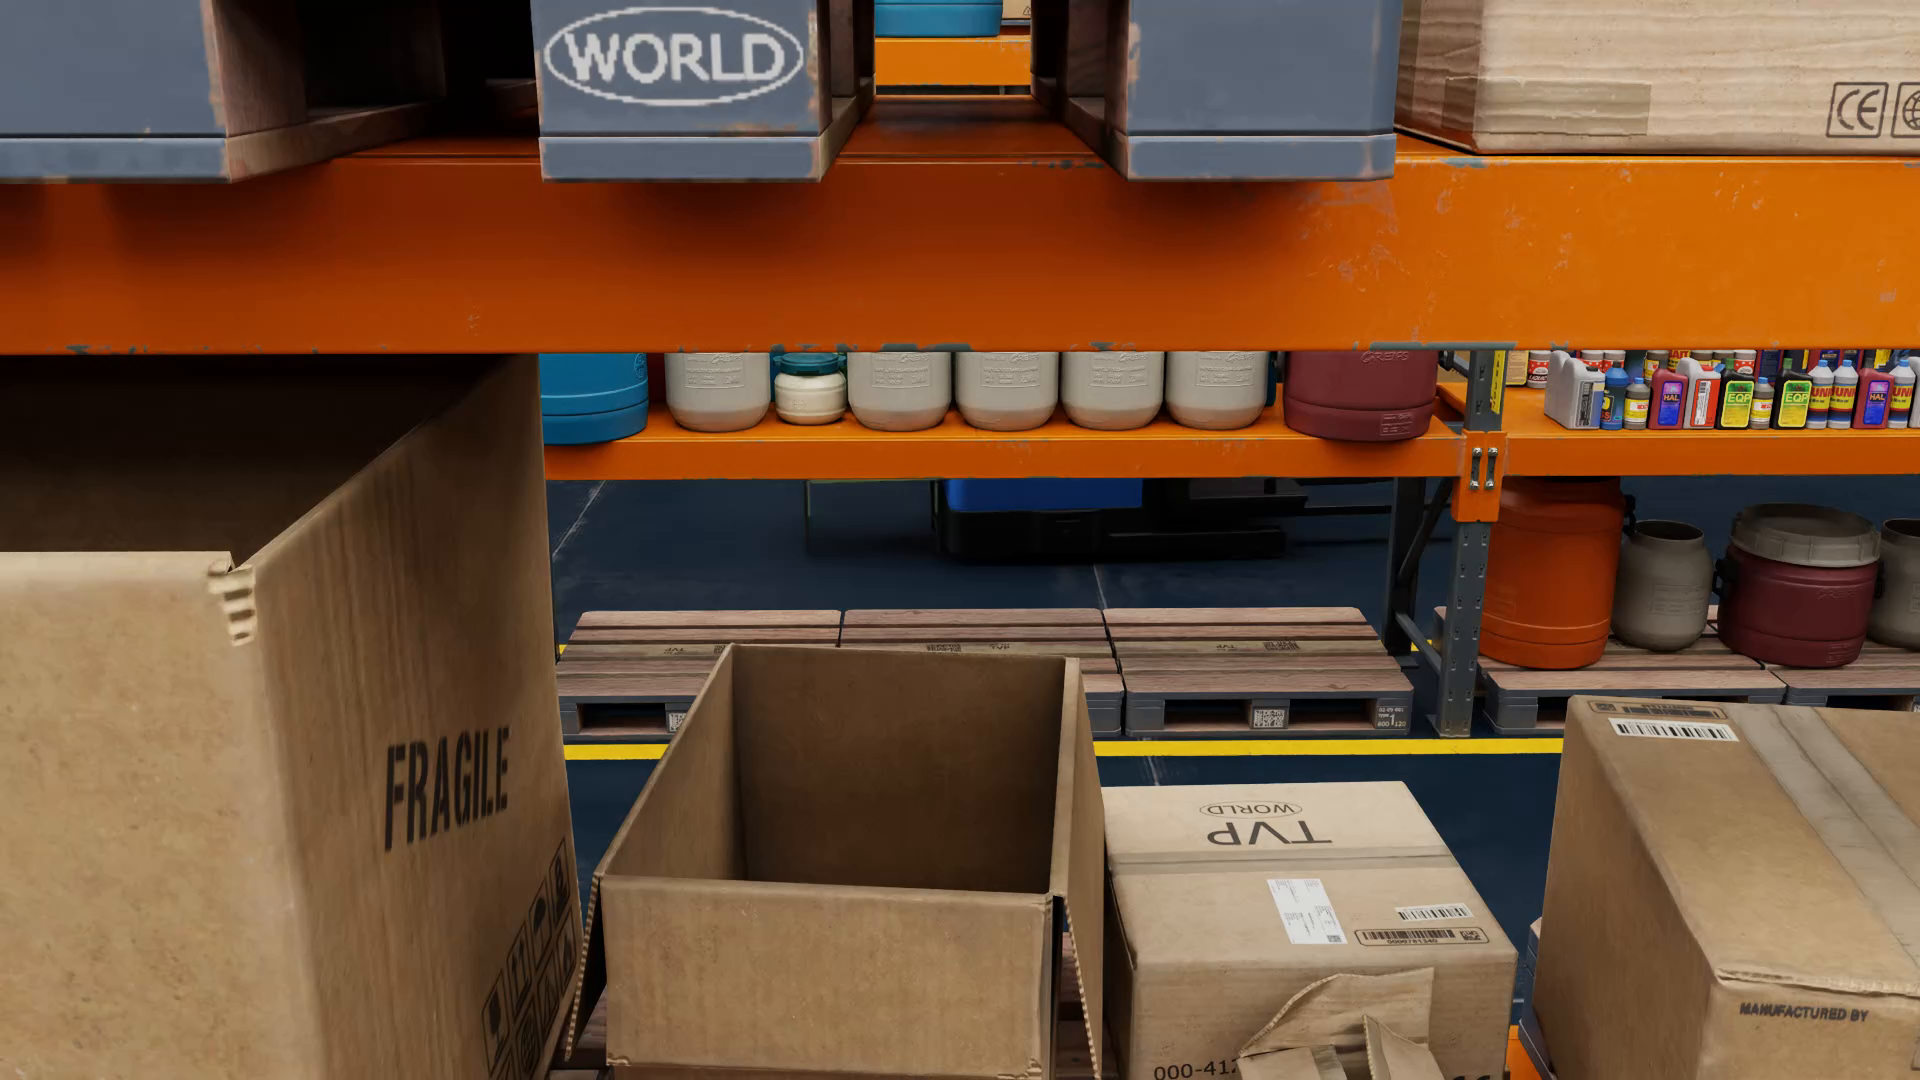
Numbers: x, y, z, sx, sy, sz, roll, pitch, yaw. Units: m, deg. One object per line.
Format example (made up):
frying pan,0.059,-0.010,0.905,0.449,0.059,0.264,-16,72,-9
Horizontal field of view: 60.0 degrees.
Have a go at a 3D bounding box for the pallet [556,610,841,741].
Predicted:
pallet,-1.153,0.584,7.381,1.213,0.211,1.003,0,18,-1

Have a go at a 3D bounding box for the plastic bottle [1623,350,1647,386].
plastic bottle,3.001,-0.815,7.389,0.097,0.271,0.097,0,18,0

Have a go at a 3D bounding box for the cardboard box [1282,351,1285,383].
cardboard box,2.447,-1.194,11.732,0.500,0.500,0.500,0,18,1

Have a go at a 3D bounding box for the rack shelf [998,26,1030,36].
rack shelf,-0.012,-3.336,11.304,4.000,0.370,1.077,0,18,-1

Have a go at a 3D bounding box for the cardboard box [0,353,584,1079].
cardboard box,-1.063,0.338,1.914,1.000,1.000,1.000,0,18,0

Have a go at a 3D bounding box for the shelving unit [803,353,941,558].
shelving unit,-0.501,-0.689,9.241,0.755,1.500,0.431,-2,18,-6

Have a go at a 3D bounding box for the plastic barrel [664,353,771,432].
plastic barrel,-0.977,-0.730,6.691,0.433,0.535,0.433,0,18,0

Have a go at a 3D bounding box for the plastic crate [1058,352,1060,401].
plastic crate,0.442,-0.864,7.224,0.583,0.464,0.402,0,18,-1

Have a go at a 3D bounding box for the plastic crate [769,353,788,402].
plastic crate,-0.839,-0.821,7.222,0.575,0.384,0.392,0,18,-1

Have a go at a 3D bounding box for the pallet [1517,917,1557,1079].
pallet,1.429,0.893,2.168,1.003,0.211,1.213,0,18,-1

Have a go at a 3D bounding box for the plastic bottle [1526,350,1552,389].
plastic bottle,2.575,-0.780,7.394,0.097,0.201,0.097,0,18,0

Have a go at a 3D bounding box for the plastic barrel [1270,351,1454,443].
plastic barrel,1.603,-0.717,6.651,0.708,0.536,0.600,0,18,-1

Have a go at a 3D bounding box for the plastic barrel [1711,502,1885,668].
plastic barrel,3.680,0.188,7.311,0.708,0.588,0.600,0,18,-1

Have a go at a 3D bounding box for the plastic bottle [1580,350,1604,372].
plastic bottle,2.806,-0.781,7.397,0.097,0.201,0.097,0,18,0

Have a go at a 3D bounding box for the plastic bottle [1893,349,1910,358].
plastic bottle,4.126,-0.777,7.269,0.097,0.271,0.097,0,18,0

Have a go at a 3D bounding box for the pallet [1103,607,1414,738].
pallet,1.287,0.572,7.418,1.213,0.211,1.003,0,18,-1

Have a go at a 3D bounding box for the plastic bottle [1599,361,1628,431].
plastic bottle,2.616,-0.582,6.661,0.097,0.271,0.097,0,18,0

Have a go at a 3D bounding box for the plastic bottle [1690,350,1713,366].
plastic bottle,3.293,-0.783,7.404,0.097,0.201,0.097,0,18,0

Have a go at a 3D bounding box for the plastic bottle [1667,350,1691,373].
plastic bottle,3.196,-0.816,7.392,0.097,0.271,0.097,0,18,0

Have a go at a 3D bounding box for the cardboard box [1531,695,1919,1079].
cardboard box,1.044,0.566,2.022,0.500,0.500,0.700,2,18,7

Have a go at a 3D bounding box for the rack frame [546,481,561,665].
rack frame,-1.937,-0.728,6.907,0.127,3.000,1.000,0,18,-1

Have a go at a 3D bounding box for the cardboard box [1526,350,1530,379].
cardboard box,3.994,-1.204,11.761,0.500,0.500,0.500,-1,18,-3

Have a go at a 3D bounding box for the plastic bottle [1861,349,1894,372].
plastic bottle,4.081,-0.851,7.371,0.185,0.351,0.144,0,18,-1

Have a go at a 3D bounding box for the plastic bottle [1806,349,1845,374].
plastic bottle,3.790,-0.786,7.280,0.133,0.283,0.061,0,18,-1

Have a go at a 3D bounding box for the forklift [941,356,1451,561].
forklift,1.394,-1.451,9.272,3.031,2.935,1.130,-2,18,-6

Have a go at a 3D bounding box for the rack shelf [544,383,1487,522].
rack shelf,0.062,-0.395,7.047,4.000,0.370,1.077,0,18,-1

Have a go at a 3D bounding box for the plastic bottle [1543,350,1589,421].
plastic bottle,2.497,-0.638,6.829,0.135,0.276,0.152,0,18,-1

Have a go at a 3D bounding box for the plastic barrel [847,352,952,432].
plastic barrel,-0.244,-0.734,6.702,0.433,0.535,0.433,0,18,0

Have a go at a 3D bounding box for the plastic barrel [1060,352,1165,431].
plastic barrel,0.616,-0.728,6.725,0.421,0.512,0.421,0,18,0

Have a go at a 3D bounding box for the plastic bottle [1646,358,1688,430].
plastic bottle,2.829,-0.583,6.645,0.133,0.283,0.061,0,18,-1

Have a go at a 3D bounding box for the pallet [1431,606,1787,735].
pallet,2.850,0.564,7.444,1.213,0.211,1.003,0,18,-1

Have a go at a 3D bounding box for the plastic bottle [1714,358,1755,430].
plastic bottle,3.097,-0.584,6.649,0.133,0.283,0.061,0,18,-1

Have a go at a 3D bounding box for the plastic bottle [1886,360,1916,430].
plastic bottle,3.771,-0.587,6.678,0.097,0.271,0.097,0,18,0

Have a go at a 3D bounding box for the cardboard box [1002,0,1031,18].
cardboard box,0.608,-5.282,15.991,0.637,0.503,0.797,2,18,7

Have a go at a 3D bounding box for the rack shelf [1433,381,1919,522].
rack shelf,4.062,-0.414,7.107,4.000,0.370,1.077,0,18,-1

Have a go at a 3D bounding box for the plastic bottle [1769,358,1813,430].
plastic bottle,3.328,-0.585,6.652,0.133,0.283,0.061,0,18,-1

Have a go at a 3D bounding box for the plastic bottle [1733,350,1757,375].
plastic bottle,3.488,-0.784,7.407,0.097,0.201,0.097,0,18,0

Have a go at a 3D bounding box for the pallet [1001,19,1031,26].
pallet,0.192,-3.562,11.139,1.213,0.211,1.003,1,18,2

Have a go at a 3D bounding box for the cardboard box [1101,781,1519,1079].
cardboard box,0.461,0.575,2.404,0.500,0.250,0.500,-1,18,-2

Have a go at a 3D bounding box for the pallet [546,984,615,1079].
pallet,-1.093,0.917,2.093,1.213,0.211,1.003,0,18,-1

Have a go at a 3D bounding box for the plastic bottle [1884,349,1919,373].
plastic bottle,3.909,-0.679,6.835,0.185,0.351,0.144,0,18,-1

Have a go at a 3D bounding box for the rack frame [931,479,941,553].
rack frame,-0.137,-0.701,9.276,0.023,1.500,0.400,-2,18,-6

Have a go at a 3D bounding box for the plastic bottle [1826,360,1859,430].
plastic bottle,3.540,-0.586,6.675,0.097,0.271,0.097,0,18,0

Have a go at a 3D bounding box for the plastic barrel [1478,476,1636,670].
plastic barrel,2.551,0.078,7.258,0.708,0.830,0.600,0,18,-1
